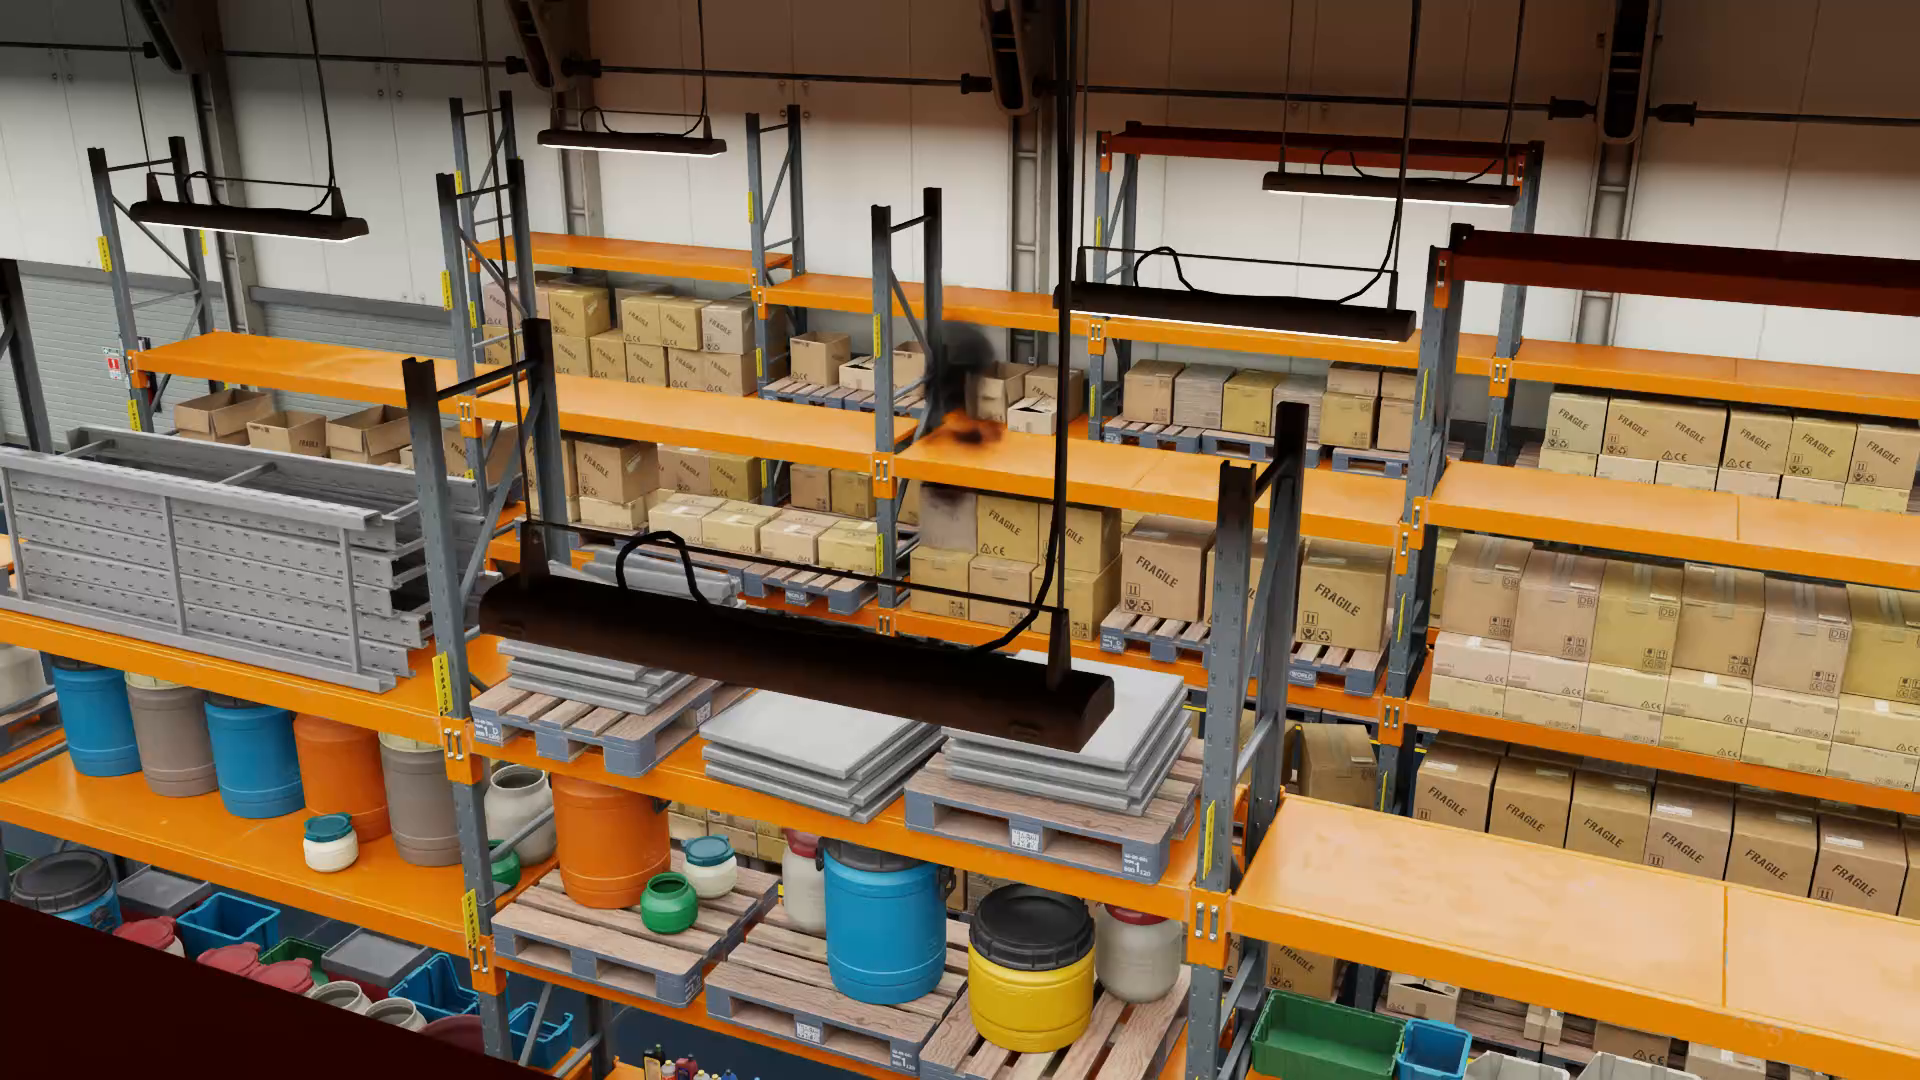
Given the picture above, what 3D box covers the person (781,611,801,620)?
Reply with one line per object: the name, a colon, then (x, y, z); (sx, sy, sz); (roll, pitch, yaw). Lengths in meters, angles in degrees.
person: (-1.658, 1.461, 16.368); (0.904, 1.688, 0.569); (5, 21, 14)
